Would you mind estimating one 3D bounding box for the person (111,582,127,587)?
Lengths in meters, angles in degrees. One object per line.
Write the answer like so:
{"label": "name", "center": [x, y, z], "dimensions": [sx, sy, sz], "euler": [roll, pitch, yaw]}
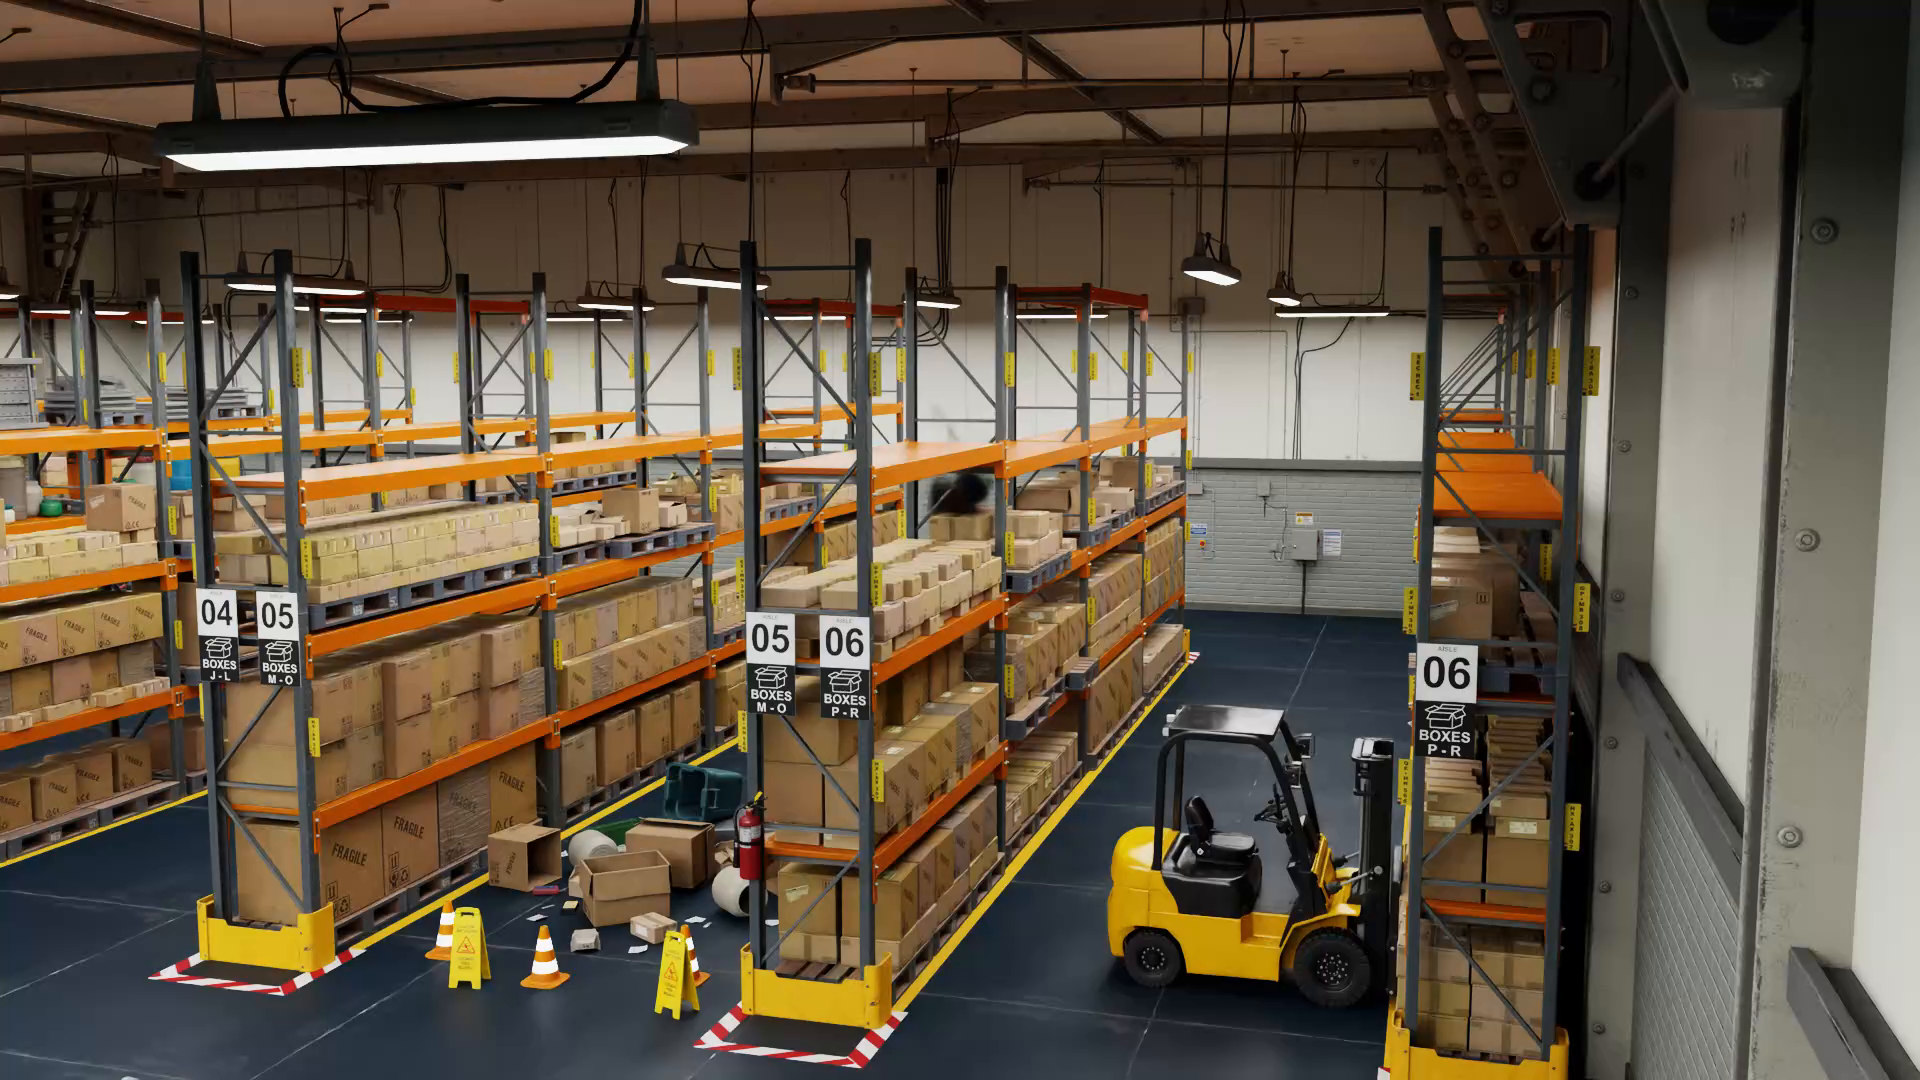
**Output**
{"label": "person", "center": [-14.678, 1.023, 29.405], "dimensions": [0.663, 1.742, 0.969], "euler": [1, 6, 5]}
